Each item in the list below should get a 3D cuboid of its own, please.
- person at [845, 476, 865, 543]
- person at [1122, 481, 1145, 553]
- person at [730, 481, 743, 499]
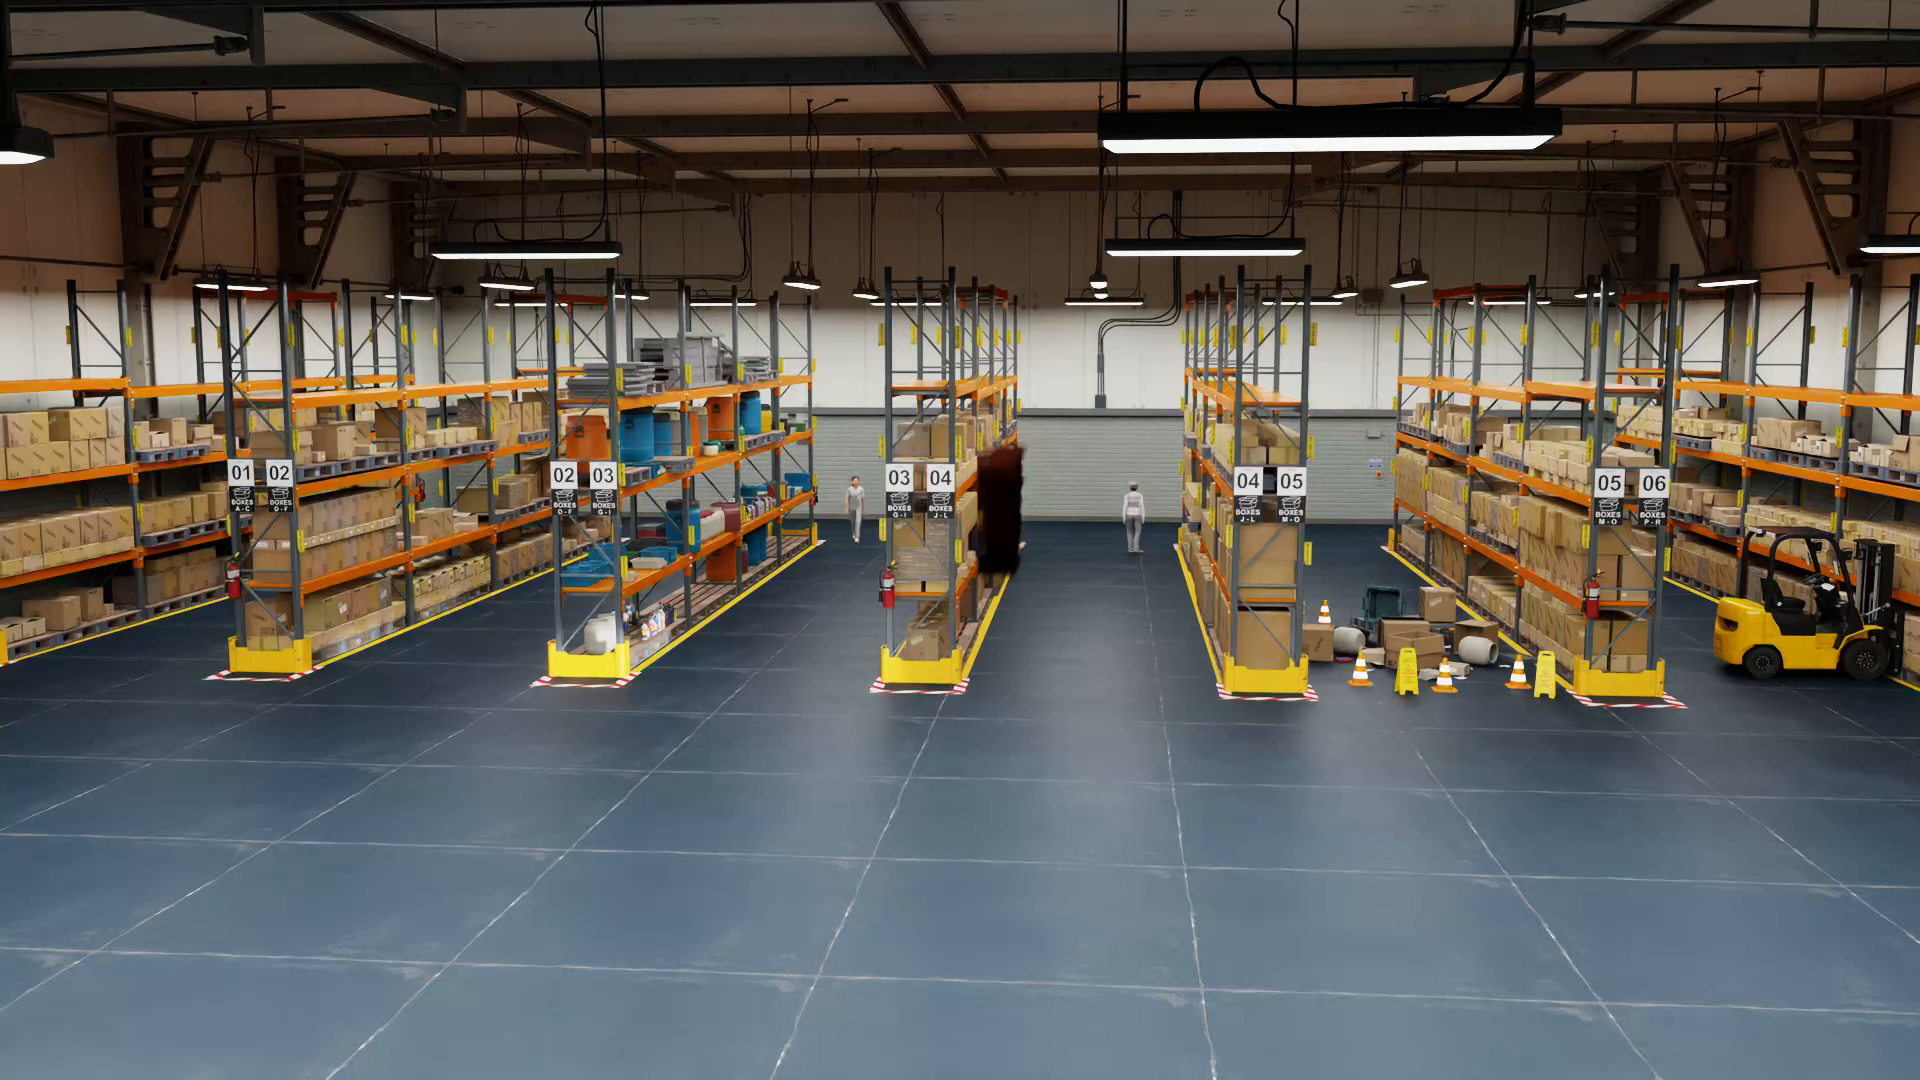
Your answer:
[{"bbox_3d":[-2.580,-0.770,40.865,0.470,1.611,1.082,0,7,2],"label":"person"},{"bbox_3d":[4.041,-0.528,38.750,0.515,1.683,0.485,1,7,9],"label":"person"},{"bbox_3d":[-5.080,-0.534,38.625,0.518,1.670,1.091,5,8,34],"label":"person"}]
